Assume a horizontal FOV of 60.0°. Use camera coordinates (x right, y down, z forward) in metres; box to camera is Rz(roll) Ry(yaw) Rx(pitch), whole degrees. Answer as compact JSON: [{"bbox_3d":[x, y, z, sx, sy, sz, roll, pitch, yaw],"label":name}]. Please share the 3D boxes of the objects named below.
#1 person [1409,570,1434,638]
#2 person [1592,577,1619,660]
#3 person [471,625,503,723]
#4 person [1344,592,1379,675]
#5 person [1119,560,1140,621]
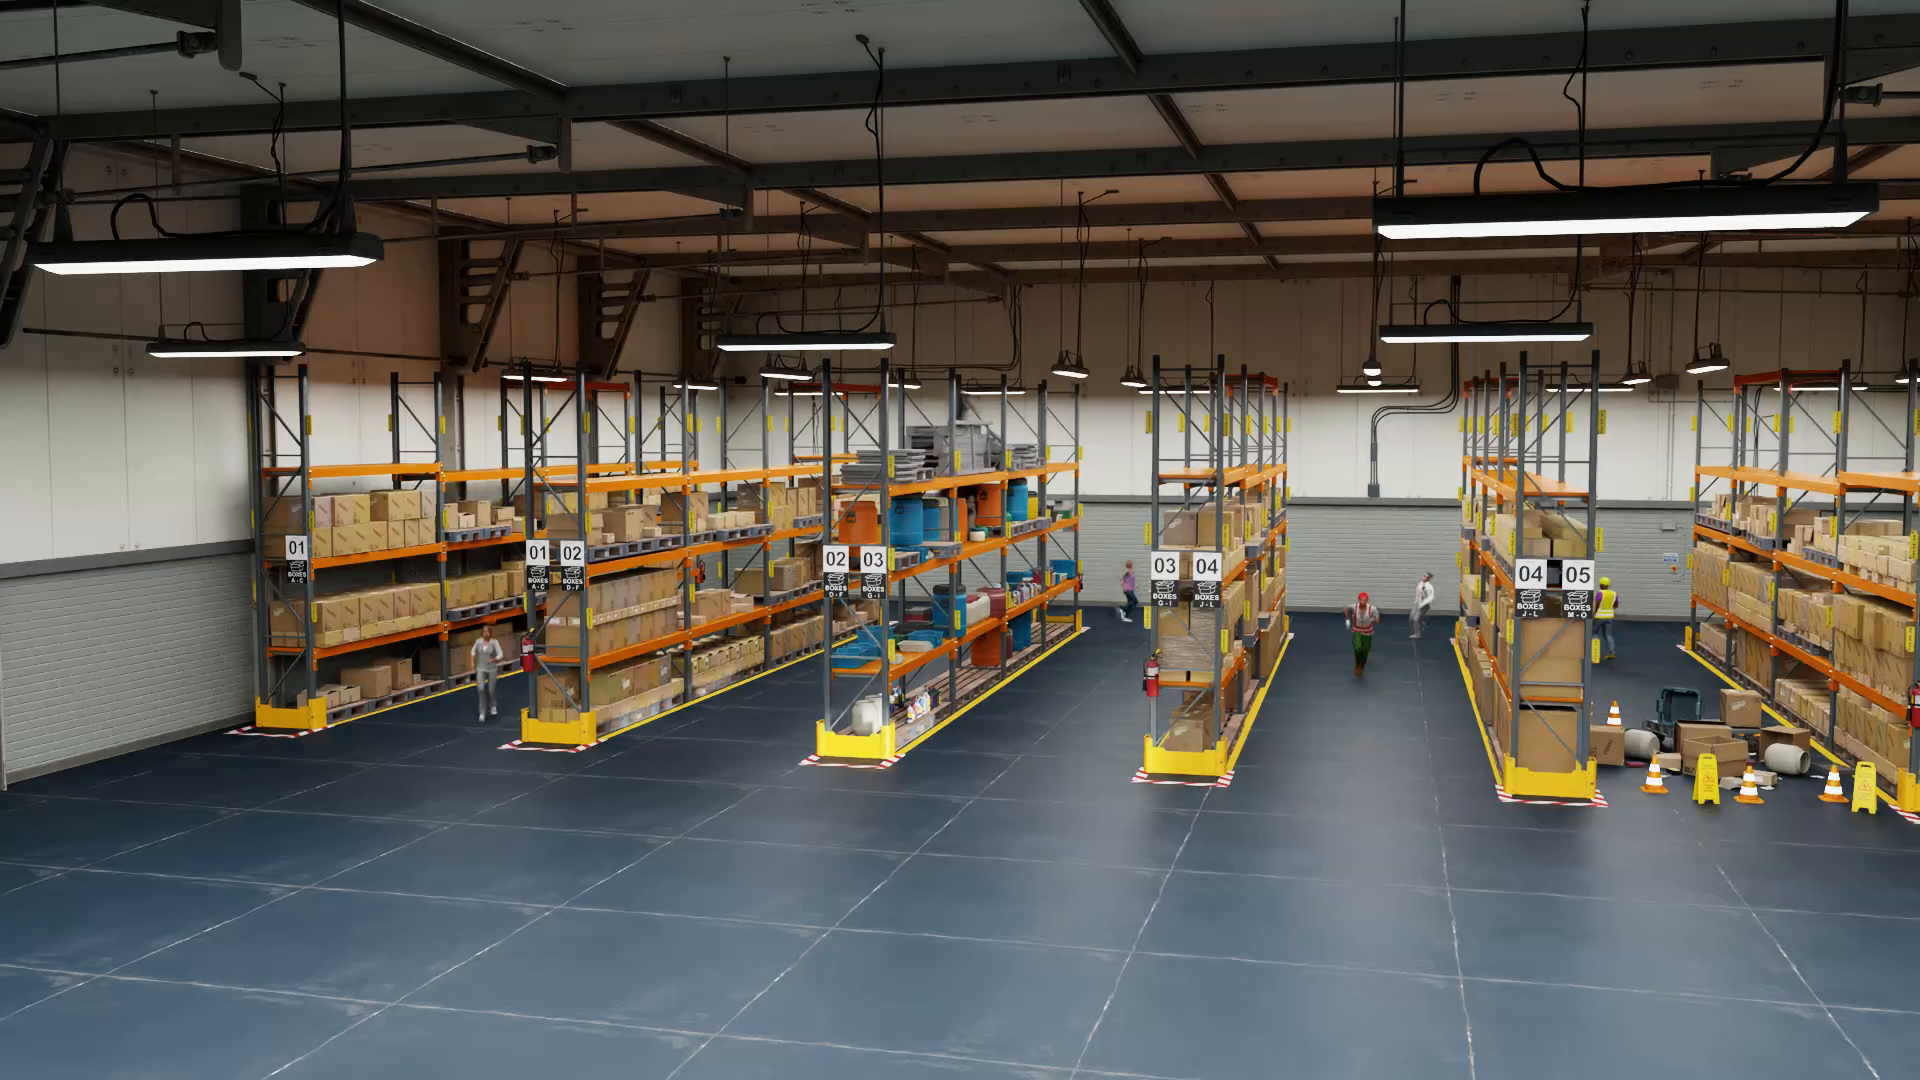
[{"bbox_3d":[10.807,1.512,38.870,0.504,1.620,0.640,-2,4,-21],"label":"person"},{"bbox_3d":[13.596,1.692,35.104,0.683,1.820,0.775,-1,4,-8],"label":"person"},{"bbox_3d":[-8.044,2.260,28.293,0.547,1.639,0.705,-1,4,-10],"label":"person"},{"bbox_3d":[7.931,1.863,32.828,0.644,1.700,0.873,1,4,8],"label":"person"},{"bbox_3d":[4.335,1.299,42.484,0.477,1.567,0.572,1,4,20],"label":"person"}]
